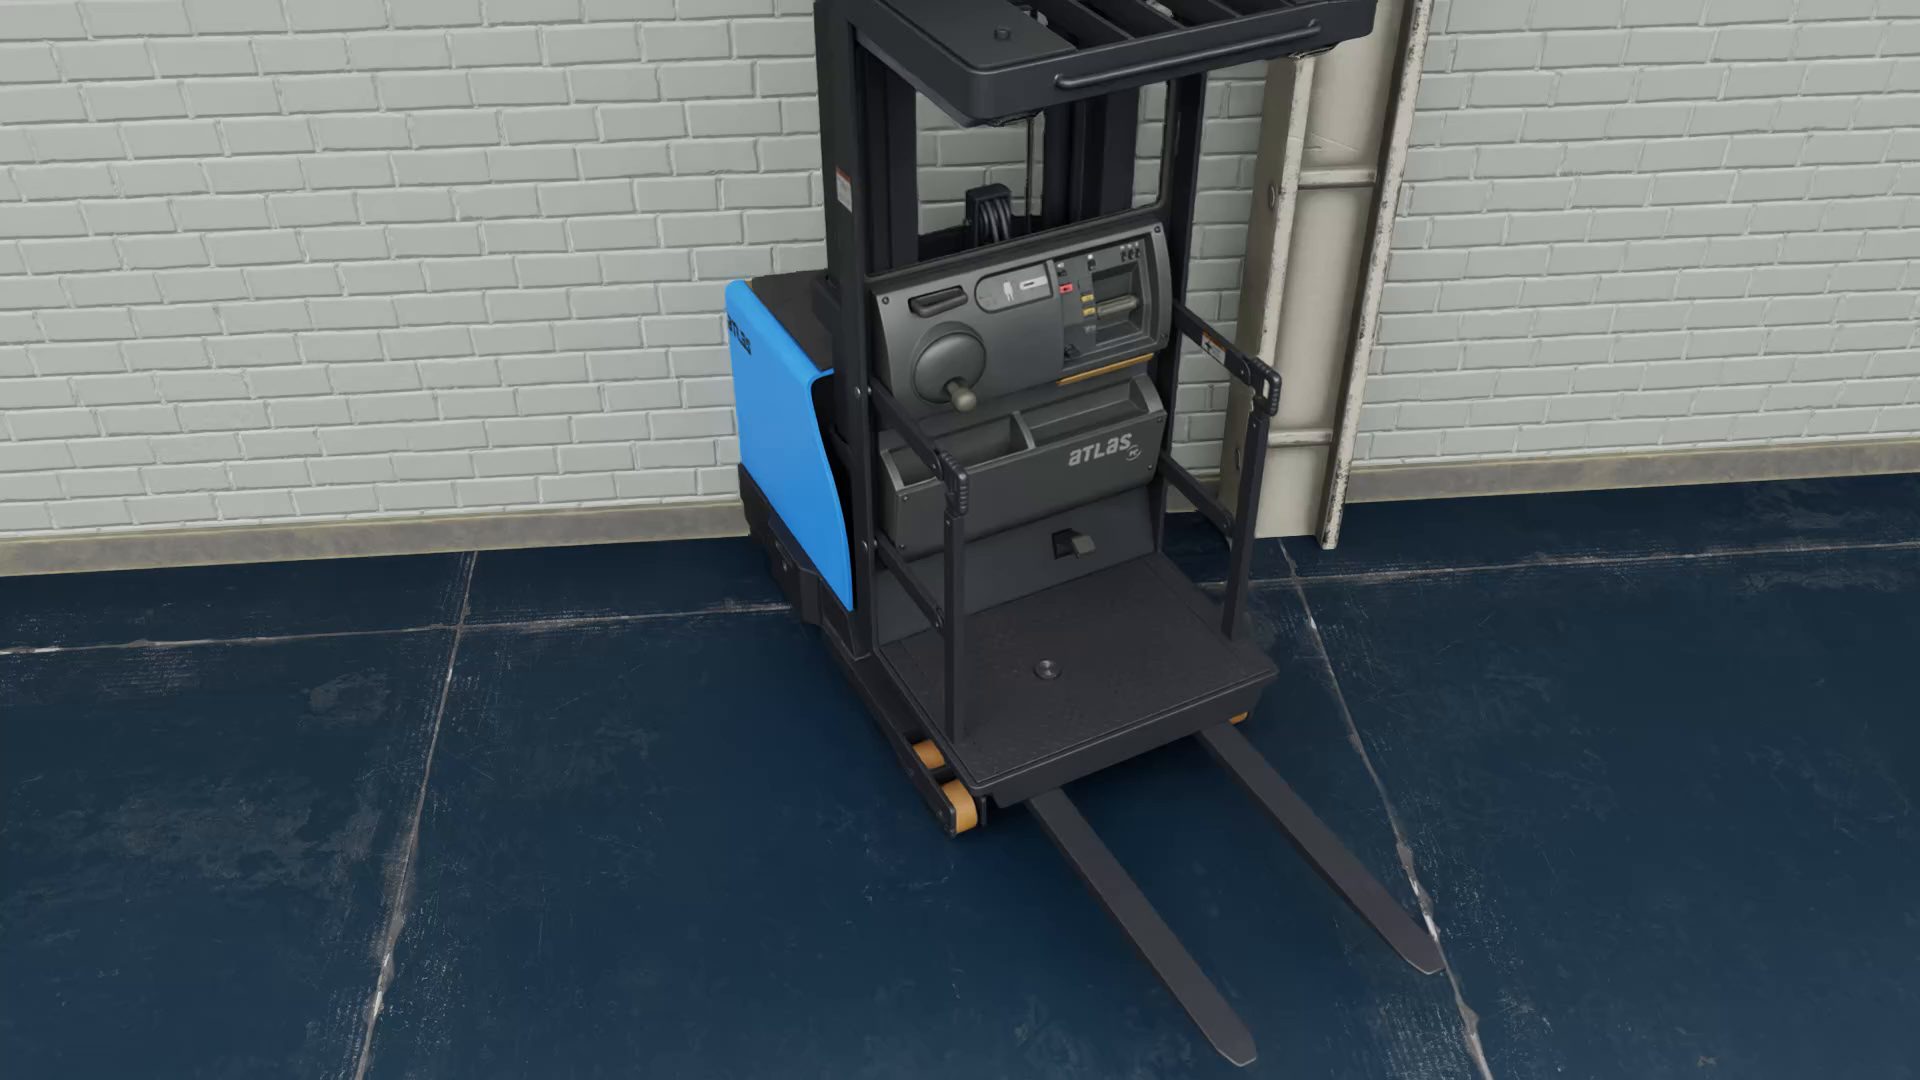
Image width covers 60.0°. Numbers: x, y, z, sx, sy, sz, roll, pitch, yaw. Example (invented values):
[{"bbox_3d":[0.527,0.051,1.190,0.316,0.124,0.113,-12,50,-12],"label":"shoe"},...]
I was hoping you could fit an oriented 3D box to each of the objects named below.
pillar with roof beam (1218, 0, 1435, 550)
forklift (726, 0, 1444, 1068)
[{"bbox_3d":[1.578,-0.929,0.163,0.400,9.000,9.100,-3,38,-4],"label":"pillar with roof beam"},{"bbox_3d":[0.298,-0.569,4.605,1.130,2.935,3.031,-18,42,-21],"label":"forklift"}]
